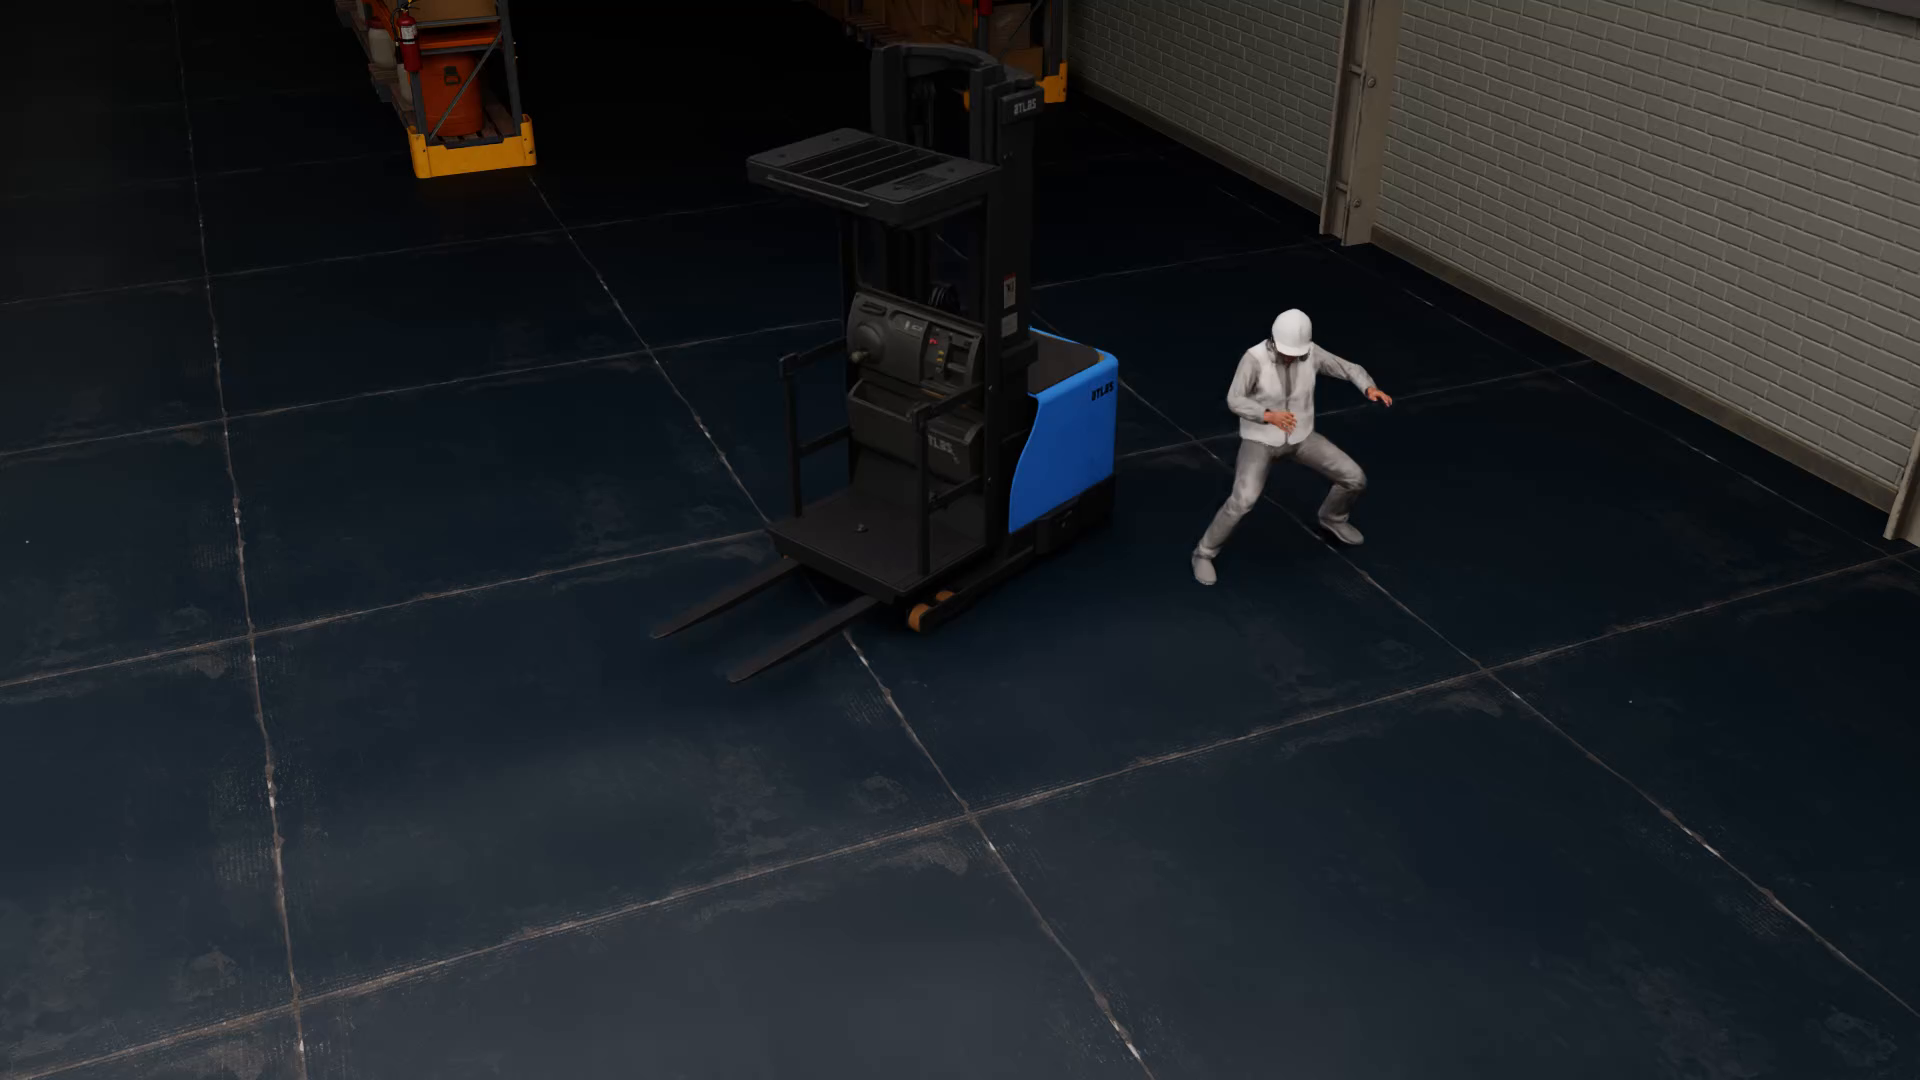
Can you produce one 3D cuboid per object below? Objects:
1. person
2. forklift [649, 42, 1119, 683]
[{"bbox_3d":[1.880,-0.594,9.591,1.117,1.542,0.712,-5,30,-8],"label":"person"},{"bbox_3d":[-0.395,-1.037,8.933,1.130,2.935,3.031,23,37,35],"label":"forklift"}]
